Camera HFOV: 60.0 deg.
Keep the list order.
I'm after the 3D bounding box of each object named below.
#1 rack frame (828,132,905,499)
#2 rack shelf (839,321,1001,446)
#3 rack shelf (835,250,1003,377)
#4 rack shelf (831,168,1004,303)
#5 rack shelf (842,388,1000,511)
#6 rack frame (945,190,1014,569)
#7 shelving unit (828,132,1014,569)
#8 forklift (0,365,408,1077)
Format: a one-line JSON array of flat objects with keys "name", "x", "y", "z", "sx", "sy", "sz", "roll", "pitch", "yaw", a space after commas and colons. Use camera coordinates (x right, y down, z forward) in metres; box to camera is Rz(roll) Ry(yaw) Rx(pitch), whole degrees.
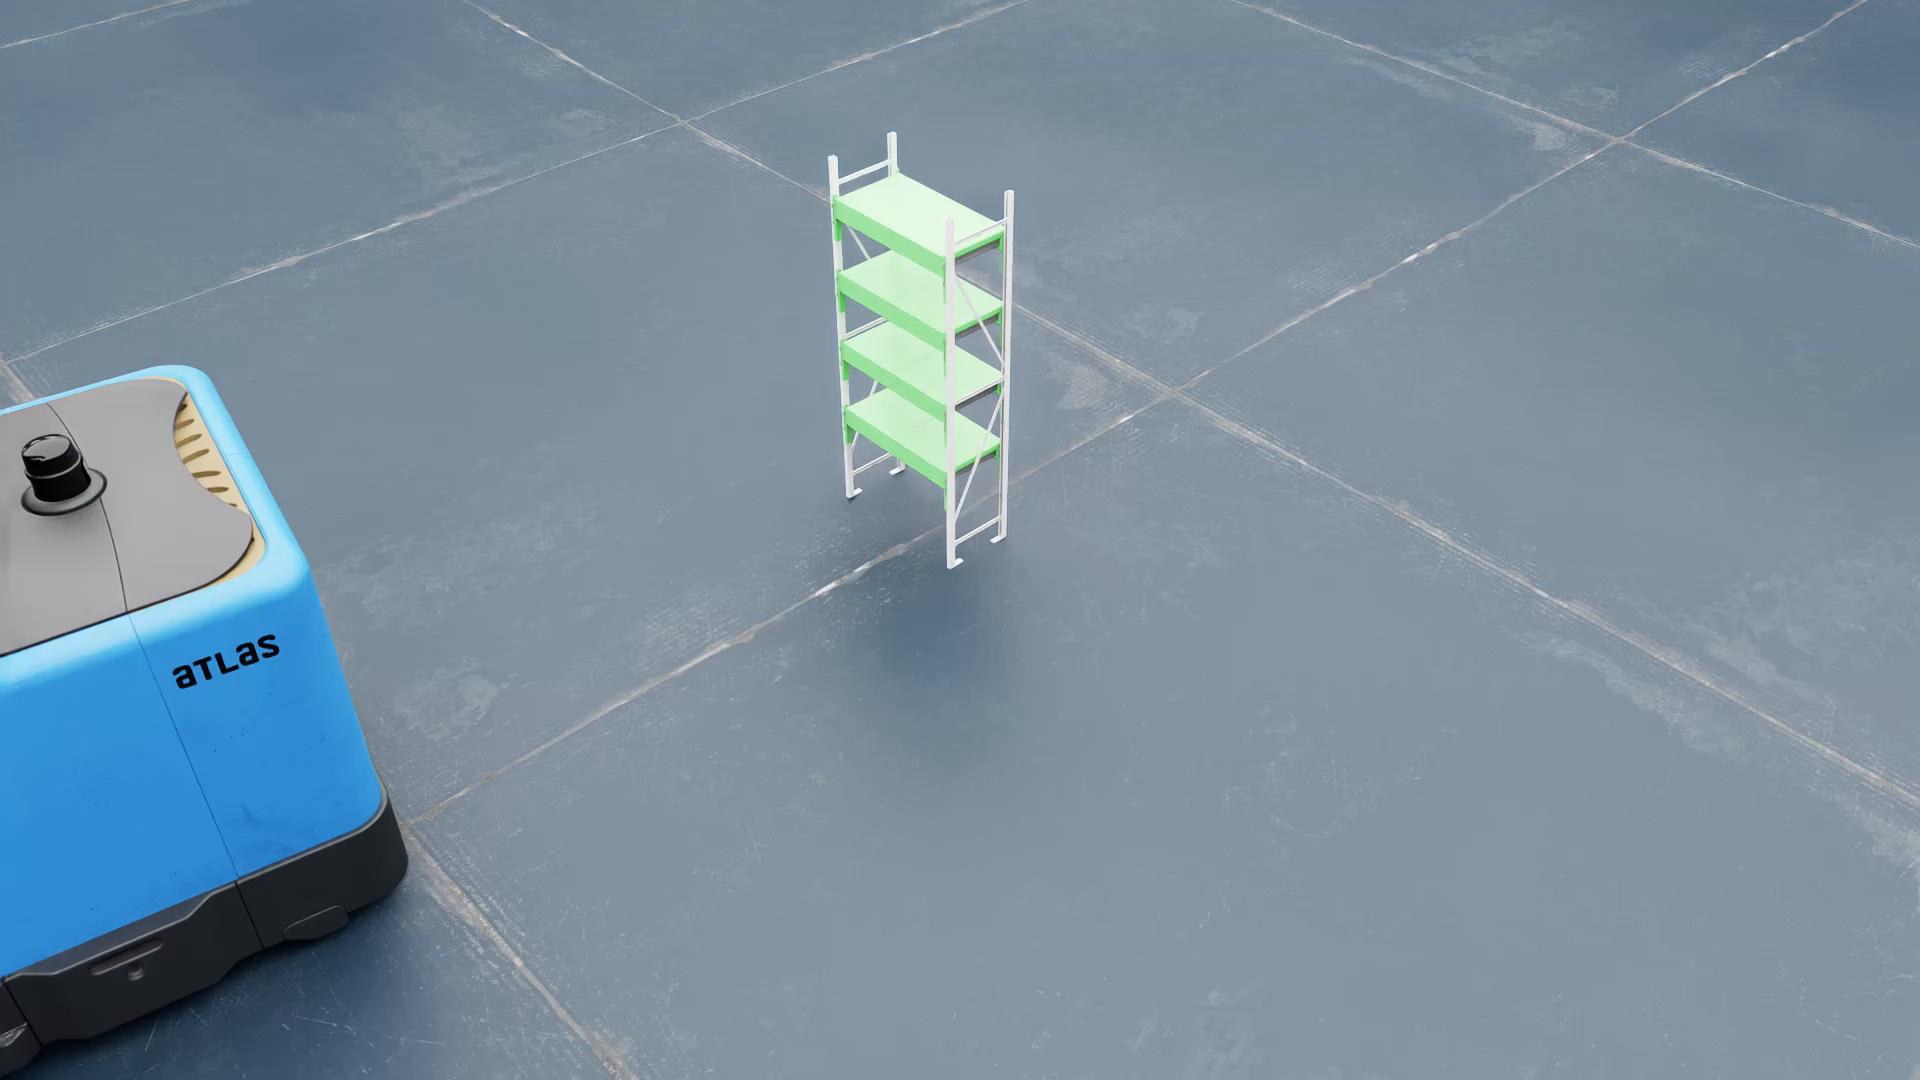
[{"name": "rack frame", "x": -0.277, "y": -0.656, "z": 5.108, "sx": 0.240, "sy": 1.200, "sz": 0.015, "roll": -30, "pitch": 48, "yaw": -32}, {"name": "rack shelf", "x": -0.112, "y": -0.494, "z": 5.008, "sx": 0.258, "sy": 0.148, "sz": 0.480, "roll": -30, "pitch": 48, "yaw": -32}, {"name": "rack shelf", "x": -0.112, "y": -0.680, "z": 4.857, "sx": 0.258, "sy": 0.148, "sz": 0.480, "roll": -30, "pitch": 48, "yaw": -32}, {"name": "rack shelf", "x": -0.112, "y": -0.867, "z": 4.706, "sx": 0.258, "sy": 0.148, "sz": 0.480, "roll": -30, "pitch": 48, "yaw": -32}, {"name": "rack shelf", "x": -0.112, "y": -0.307, "z": 5.159, "sx": 0.258, "sy": 0.148, "sz": 0.480, "roll": -30, "pitch": 48, "yaw": -32}, {"name": "rack frame", "x": 0.053, "y": -0.430, "z": 4.828, "sx": 0.240, "sy": 1.200, "sz": 0.015, "roll": -30, "pitch": 48, "yaw": -32}, {"name": "shelving unit", "x": -0.112, "y": -0.543, "z": 4.968, "sx": 0.258, "sy": 1.200, "sz": 0.503, "roll": -30, "pitch": 48, "yaw": -32}, {"name": "forklift", "x": -2.886, "y": -0.004, "z": 2.923, "sx": 3.031, "sy": 2.935, "sz": 1.130, "roll": -22, "pitch": 44, "yaw": -25}]
